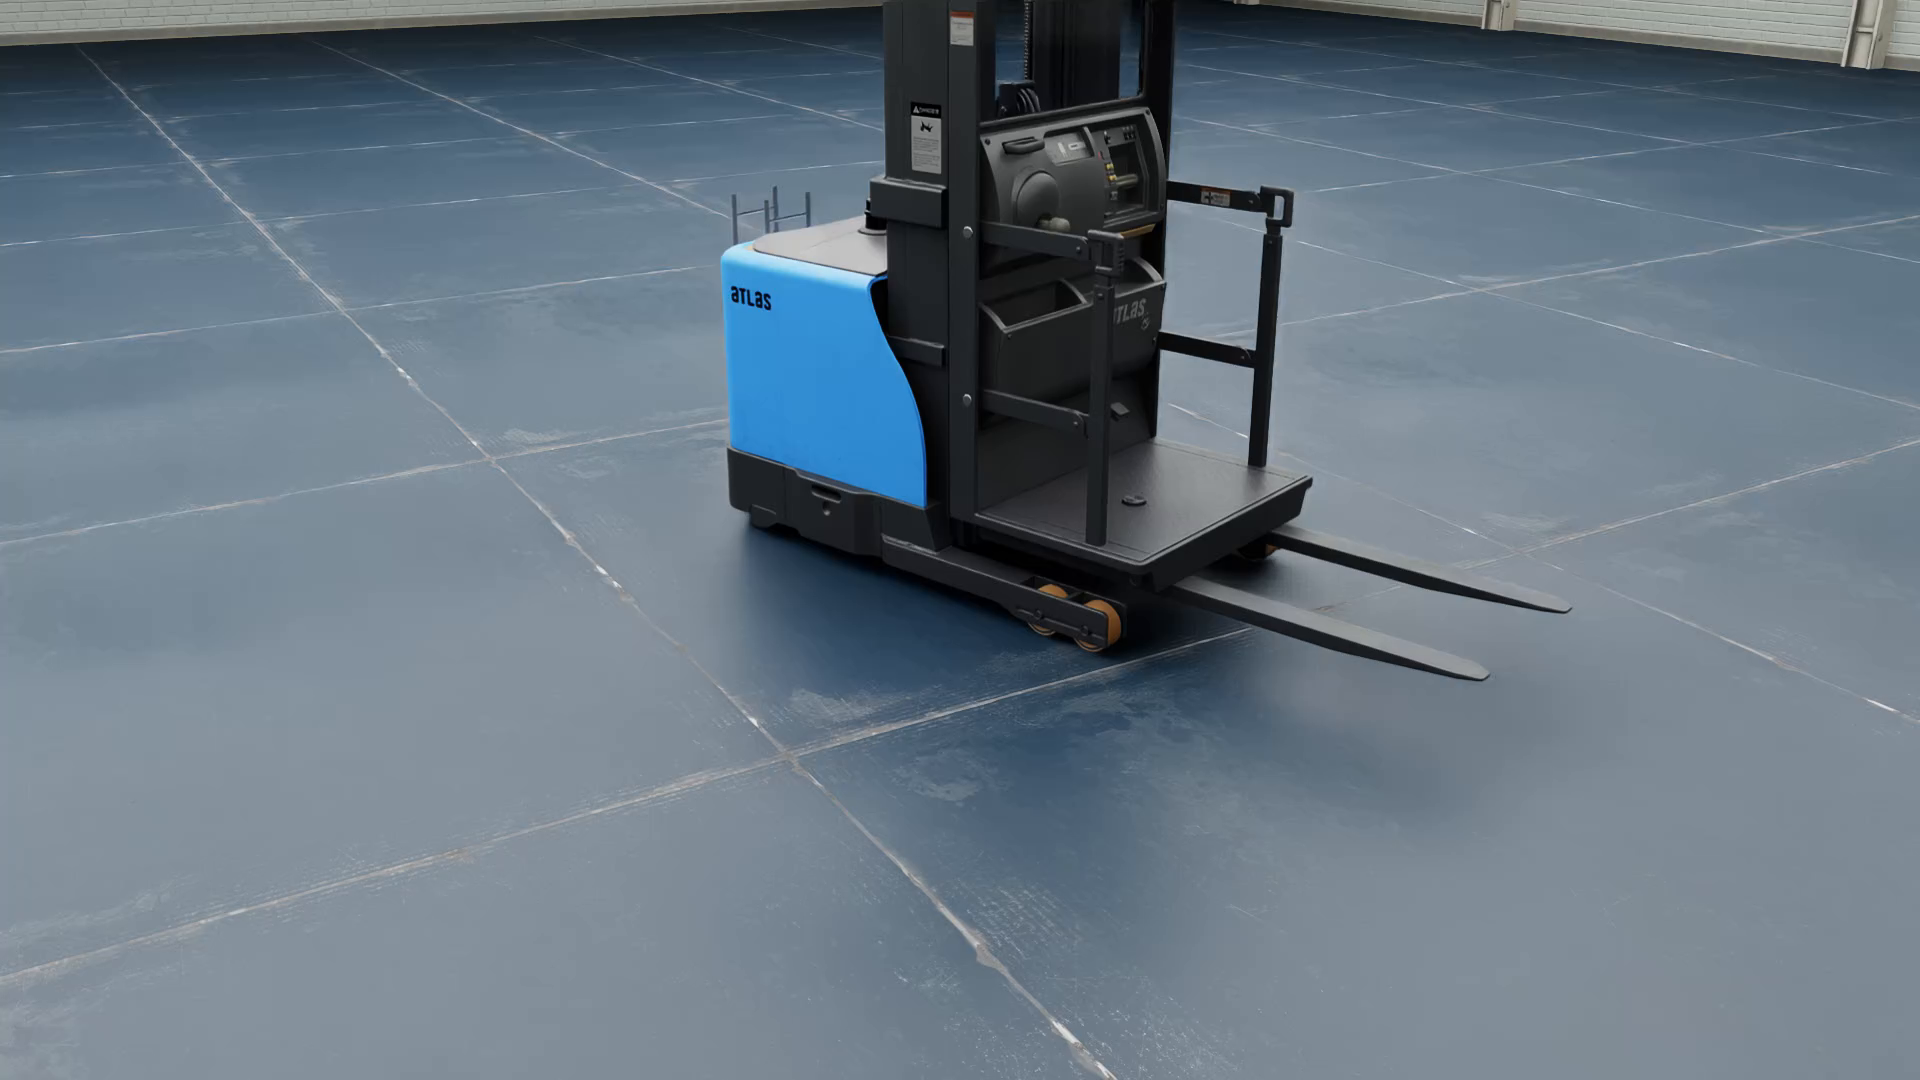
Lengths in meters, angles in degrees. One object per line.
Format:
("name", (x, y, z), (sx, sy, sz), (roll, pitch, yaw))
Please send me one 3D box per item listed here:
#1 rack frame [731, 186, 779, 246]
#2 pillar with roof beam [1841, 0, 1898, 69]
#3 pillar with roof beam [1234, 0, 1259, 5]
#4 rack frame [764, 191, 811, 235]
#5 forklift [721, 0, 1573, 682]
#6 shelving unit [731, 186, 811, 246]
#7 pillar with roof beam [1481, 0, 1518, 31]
("rack frame", (-0.801, -0.808, 6.705), (0.006, 1.200, 0.240), (18, 28, 37))
("pillar with roof beam", (7.706, -9.320, 17.291), (9.100, 9.000, 0.400), (-13, 25, -28))
("pillar with roof beam", (1.577, -13.205, 26.848), (9.100, 9.000, 0.400), (-13, 25, -28))
("rack frame", (-0.662, -0.763, 6.595), (0.006, 1.200, 0.240), (18, 28, 37))
("forklift", (0.552, -1.217, 5.413), (3.031, 2.935, 1.130), (18, 28, 37))
("shelving unit", (-0.731, -0.785, 6.650), (0.189, 1.200, 0.258), (18, 28, 37))
("pillar with roof beam", (4.642, -11.262, 22.069), (9.100, 9.000, 0.400), (-13, 25, -28))
